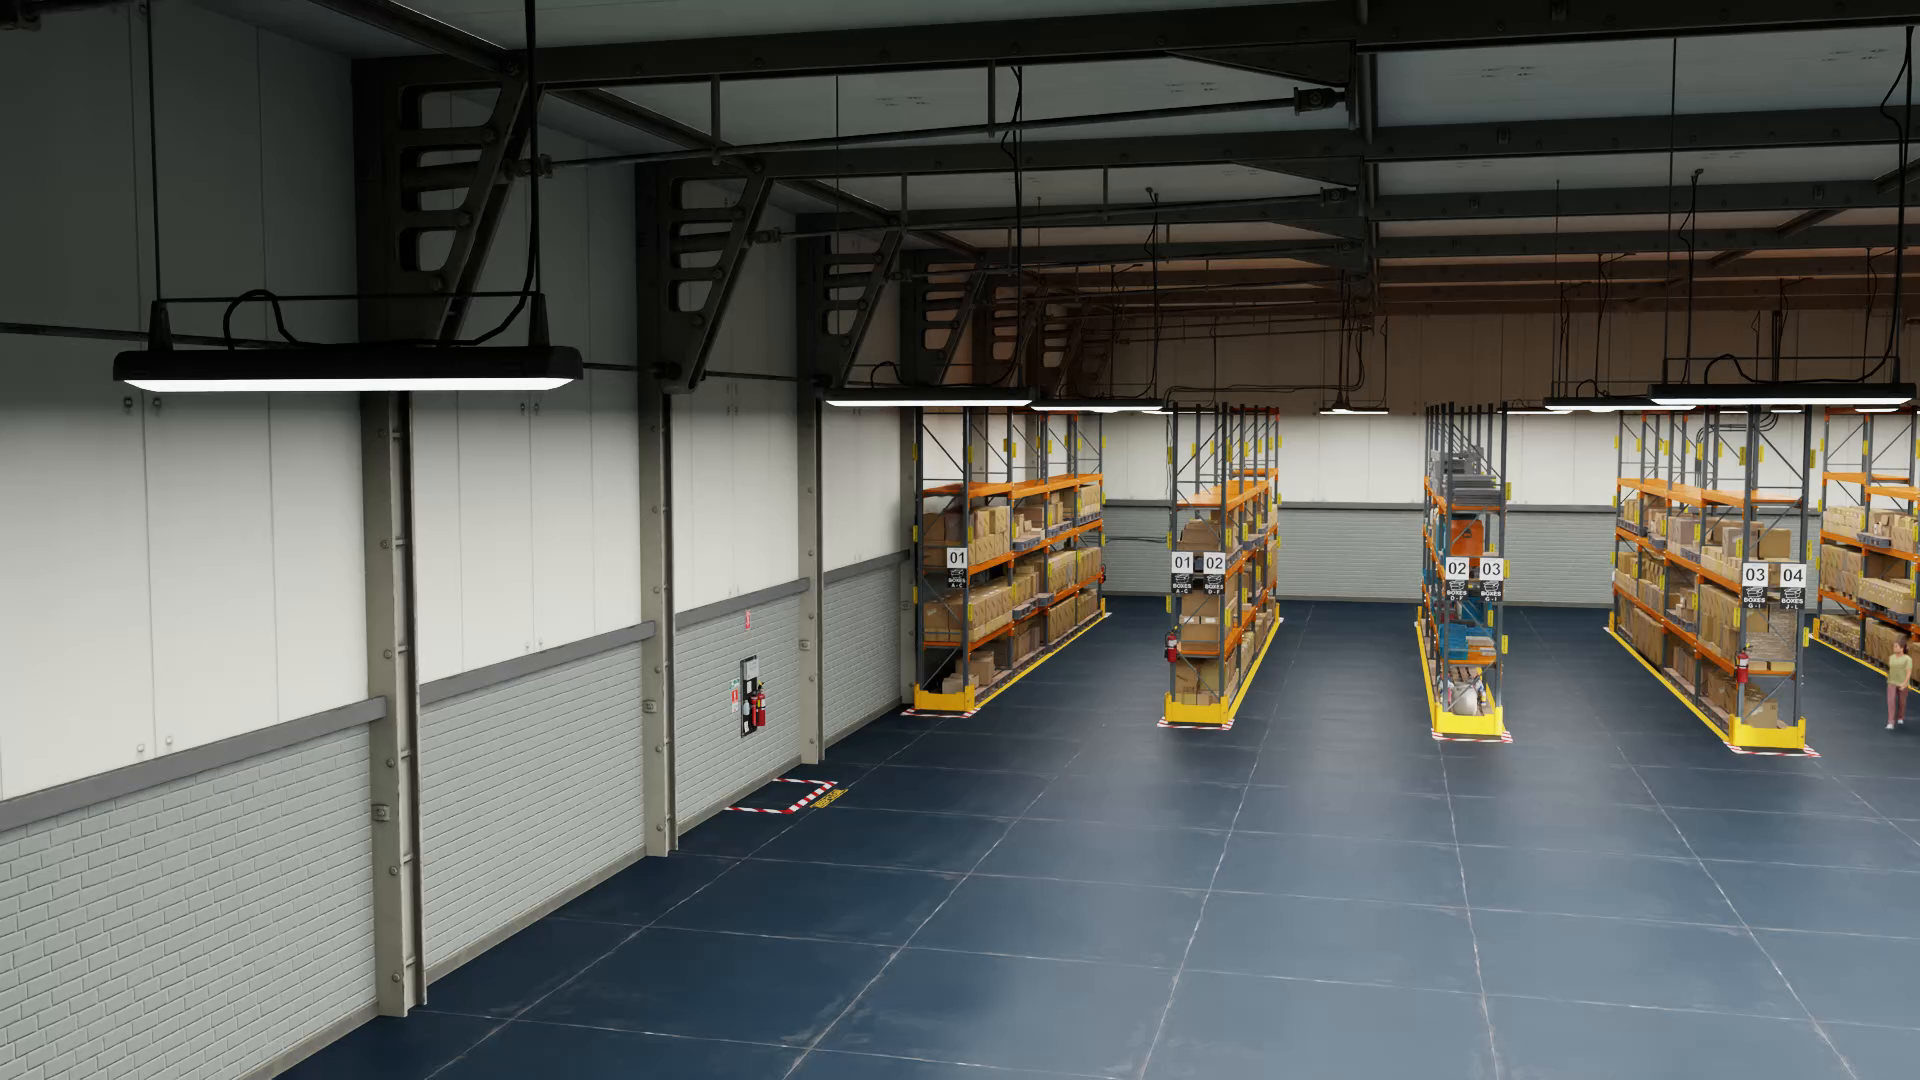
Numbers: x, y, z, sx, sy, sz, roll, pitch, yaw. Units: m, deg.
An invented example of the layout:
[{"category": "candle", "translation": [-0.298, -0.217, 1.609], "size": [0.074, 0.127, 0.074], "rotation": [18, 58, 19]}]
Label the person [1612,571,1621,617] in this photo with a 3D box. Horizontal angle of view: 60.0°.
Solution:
[{"category": "person", "translation": [18.408, 1.415, 46.266], "size": [0.583, 1.760, 0.596], "rotation": [4, 6, 45]}]

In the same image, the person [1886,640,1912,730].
[{"category": "person", "translation": [17.207, 2.643, 30.473], "size": [0.409, 1.616, 1.044], "rotation": [2, 5, 30]}]
